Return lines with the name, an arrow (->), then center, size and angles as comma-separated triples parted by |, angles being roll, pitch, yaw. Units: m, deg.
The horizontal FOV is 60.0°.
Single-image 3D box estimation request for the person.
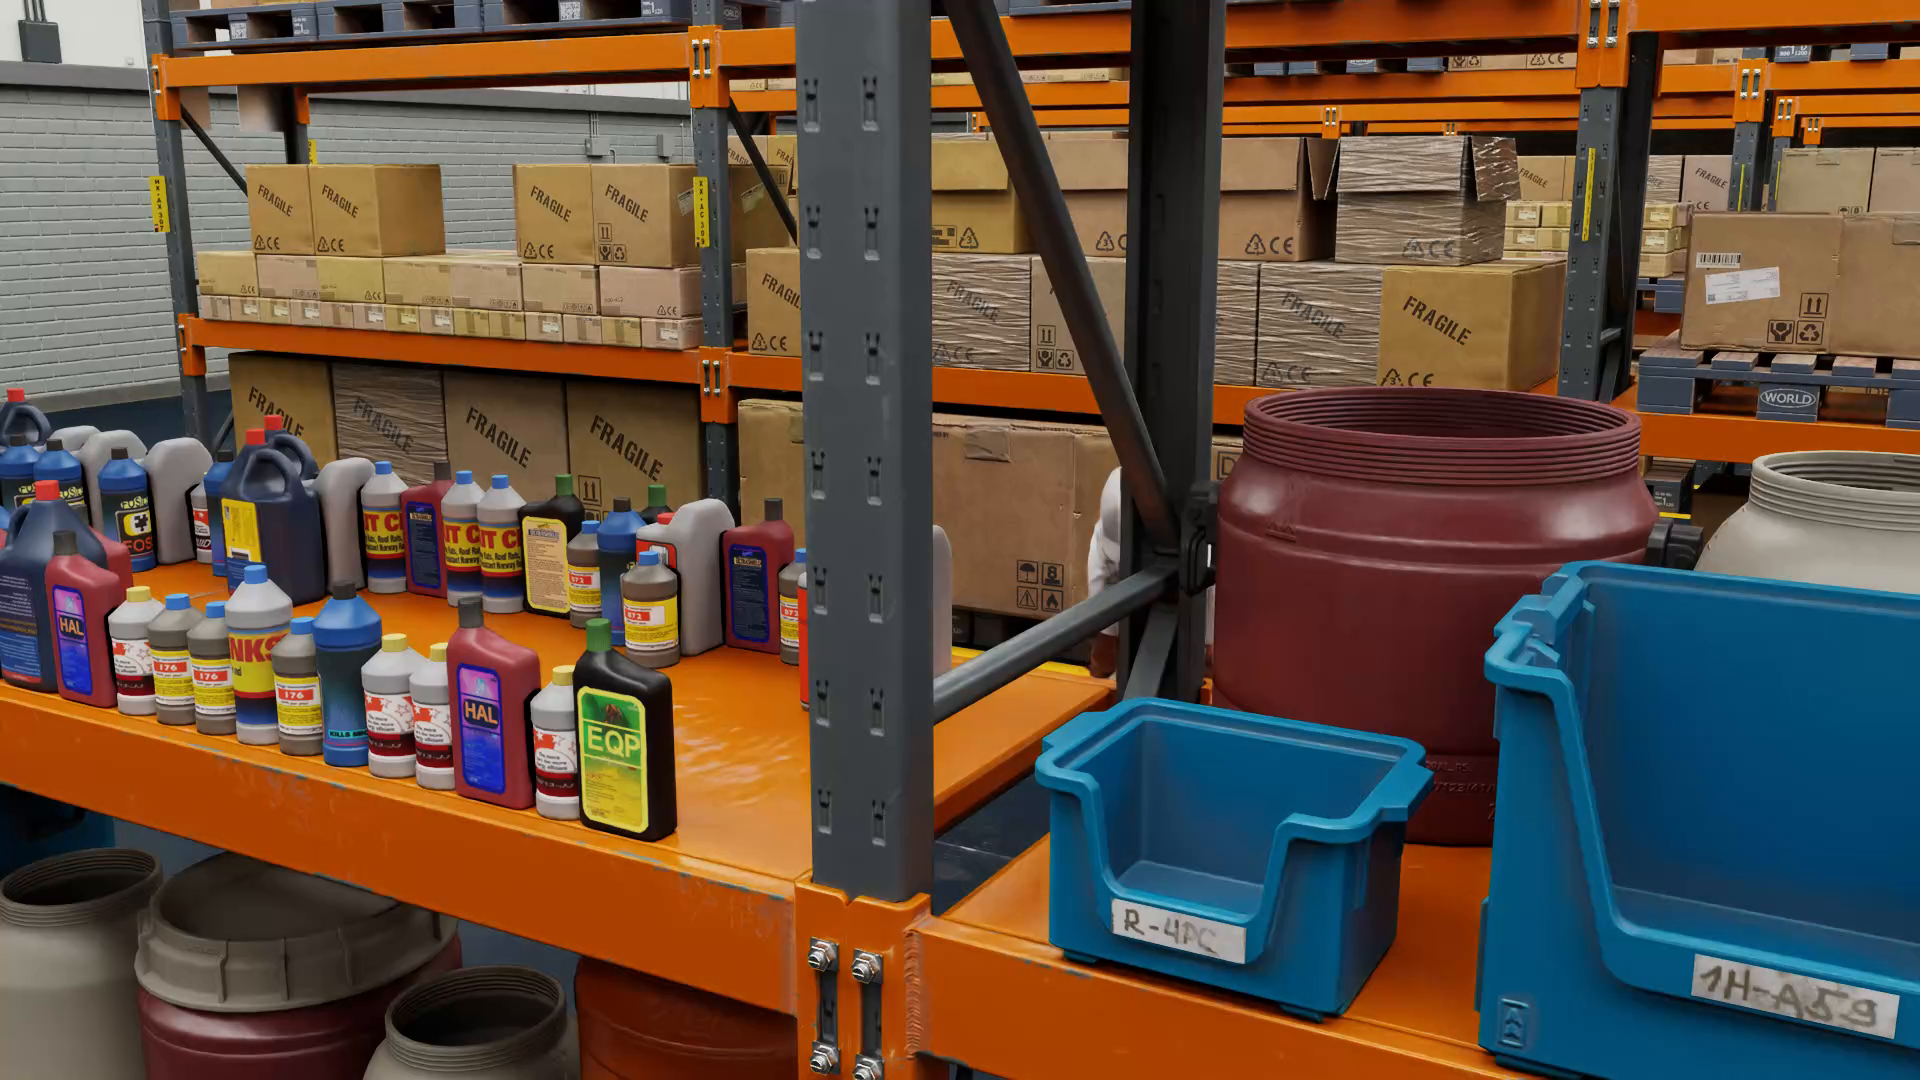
person -> 0.620, 0.422, 4.808 | 0.475, 1.420, 0.886 | 6, 14, 27
